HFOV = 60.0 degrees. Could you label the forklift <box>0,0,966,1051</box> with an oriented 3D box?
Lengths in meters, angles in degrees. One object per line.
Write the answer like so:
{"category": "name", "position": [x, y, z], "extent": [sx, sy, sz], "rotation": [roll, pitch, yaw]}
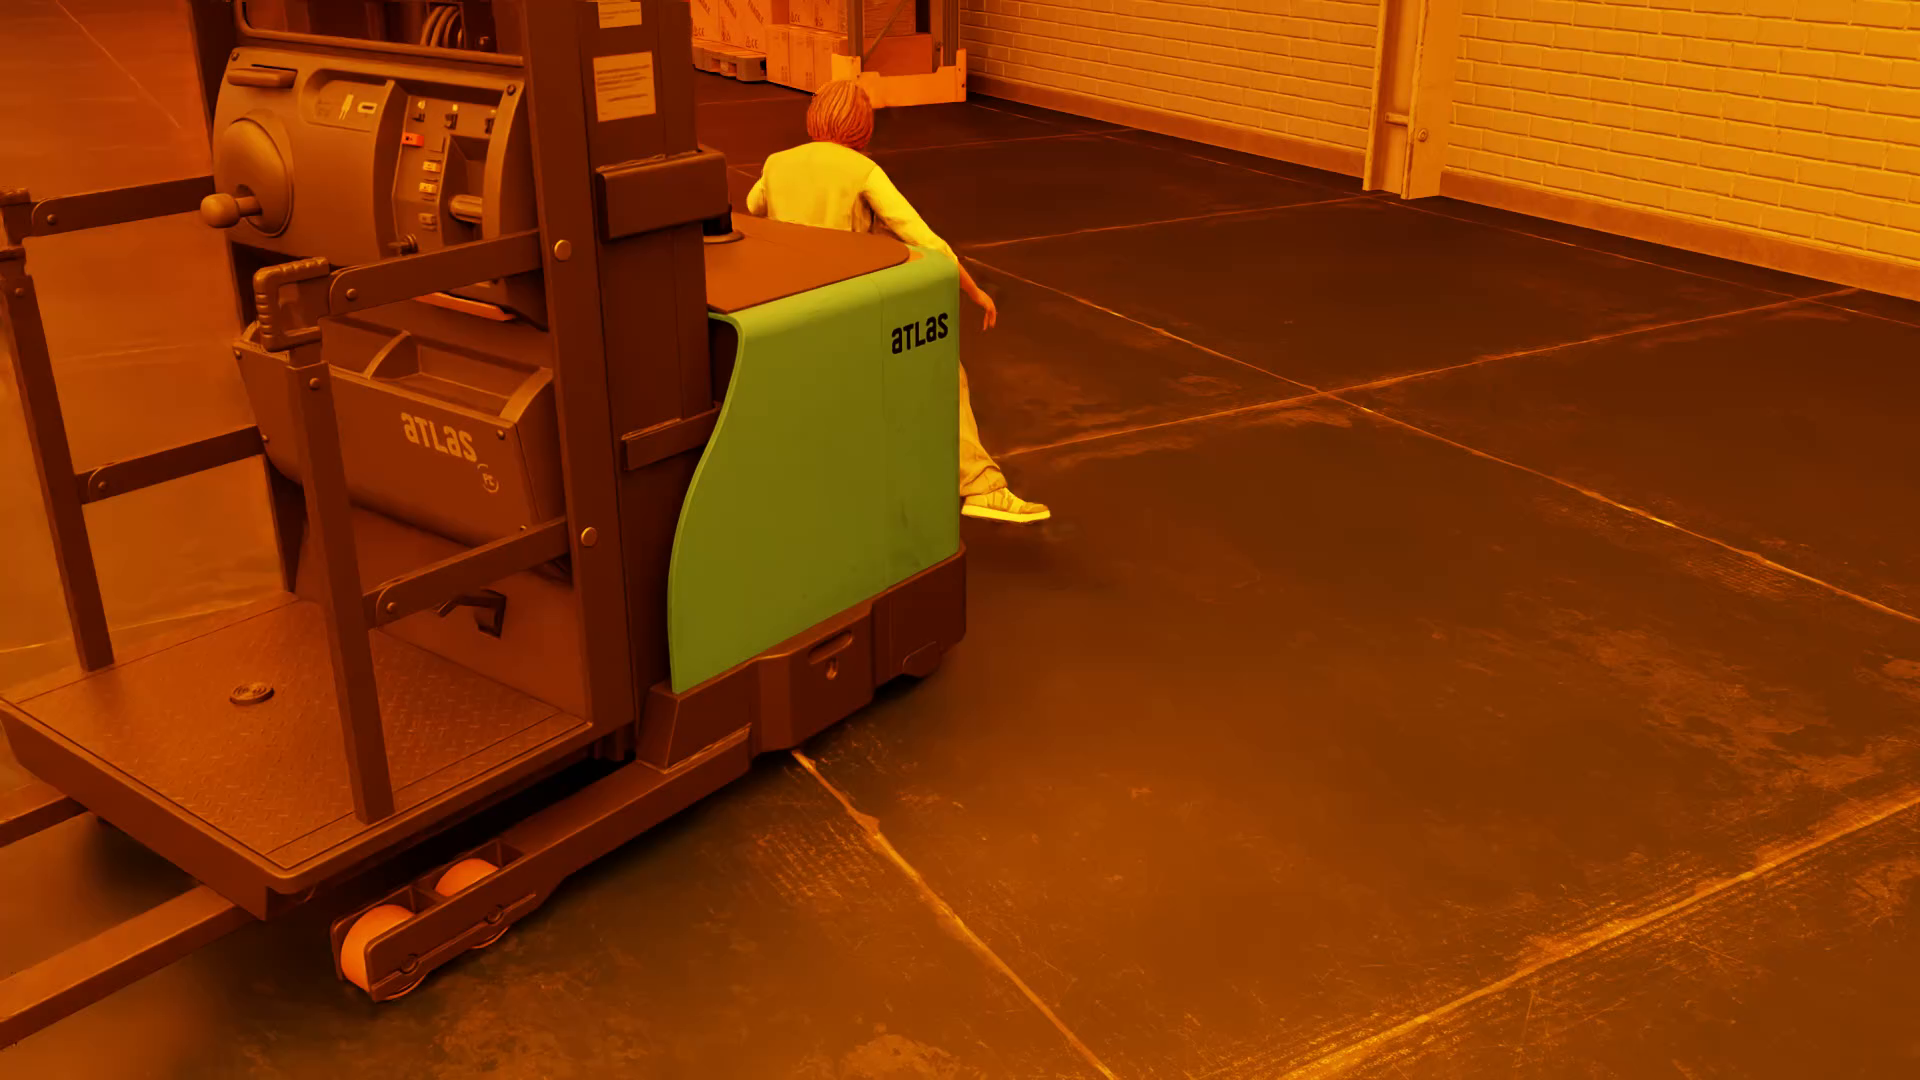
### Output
{"category": "forklift", "position": [-1.279, -0.721, 3.031], "extent": [1.130, 2.935, 3.031], "rotation": [16, 27, 34]}

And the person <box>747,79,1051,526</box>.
{"category": "person", "position": [-0.185, -0.682, 5.025], "extent": [1.027, 1.366, 0.849], "rotation": [6, 23, 15]}
